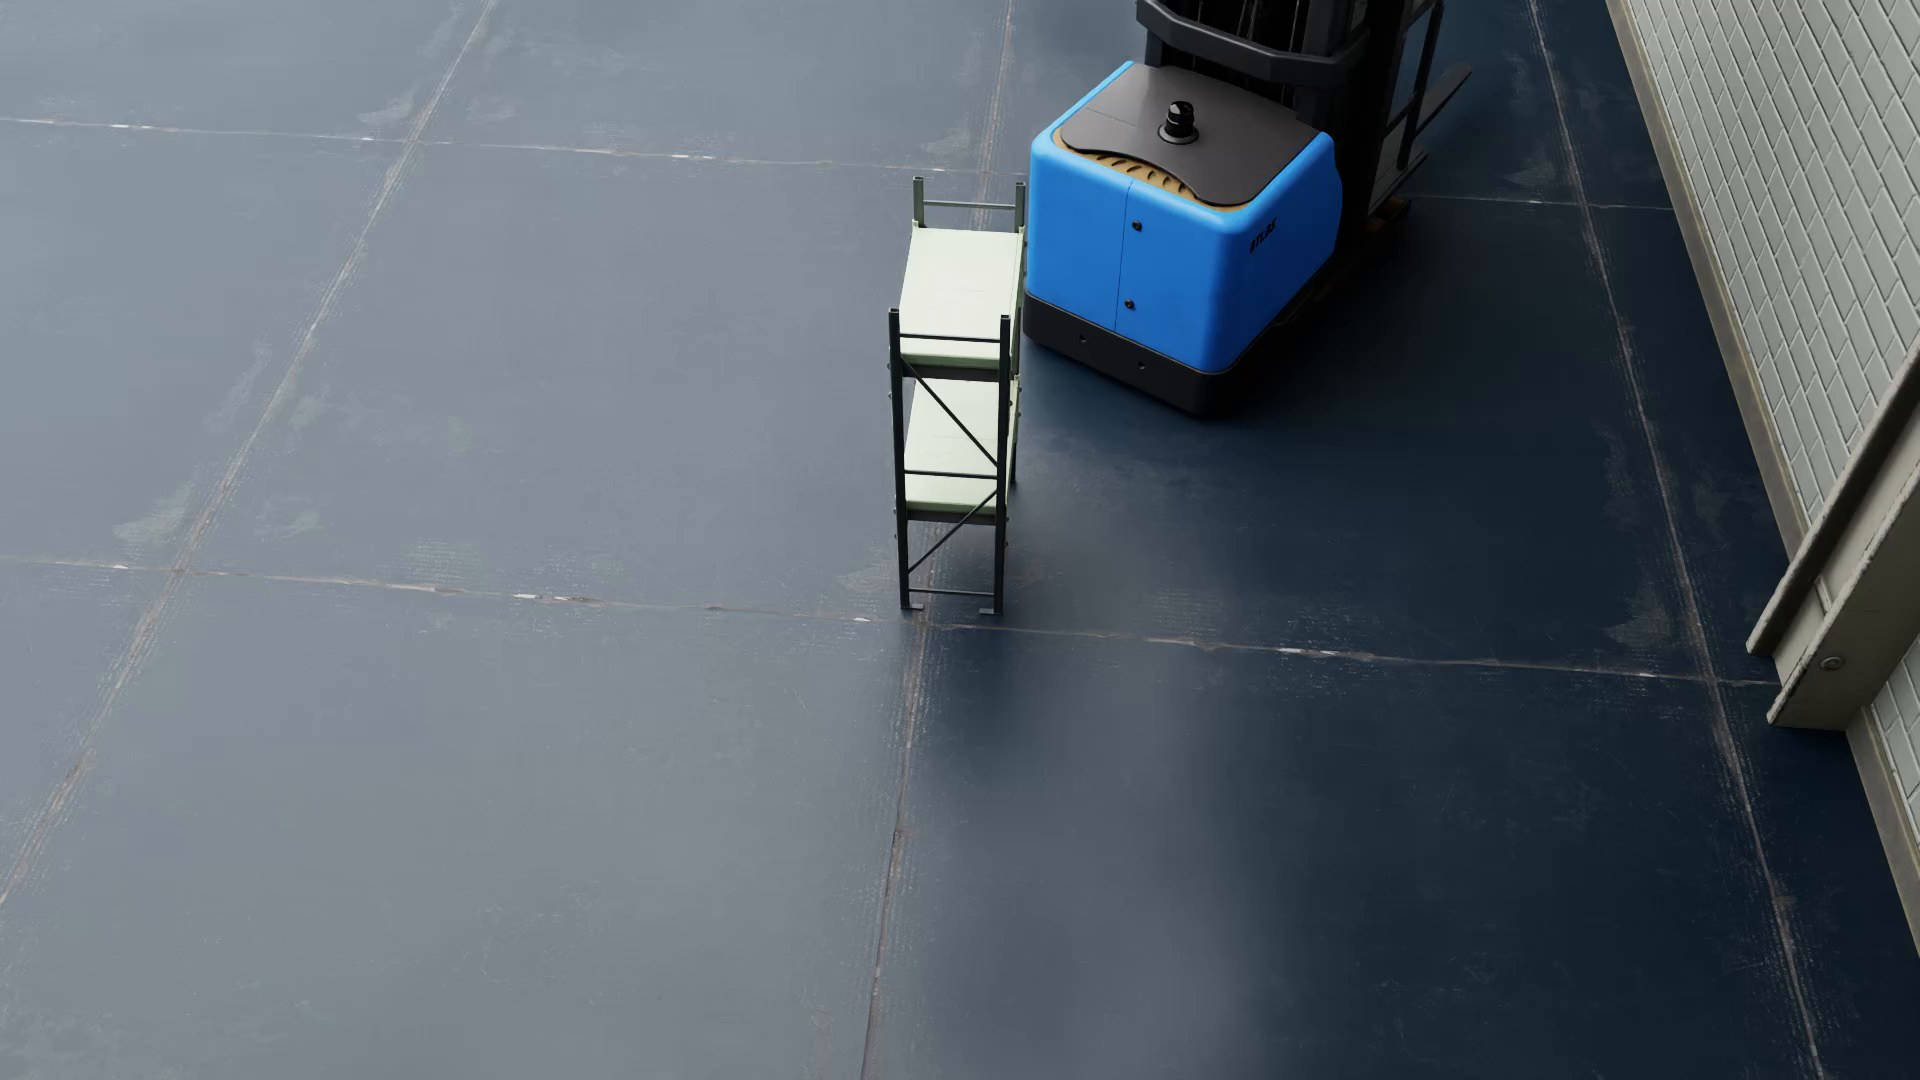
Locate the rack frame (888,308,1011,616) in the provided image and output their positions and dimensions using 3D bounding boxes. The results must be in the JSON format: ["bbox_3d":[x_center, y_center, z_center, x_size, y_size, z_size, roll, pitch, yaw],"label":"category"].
[{"bbox_3d":[-0.034,-0.232,5.972,0.400,1.500,0.023,4,48,4],"label":"rack frame"}]

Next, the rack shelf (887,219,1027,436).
[{"bbox_3d":[-0.001,-0.765,5.930,0.431,0.370,0.720,4,48,4],"label":"rack shelf"}]

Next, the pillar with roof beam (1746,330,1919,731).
[{"bbox_3d":[-1.121,-2.777,3.217,9.100,9.000,0.400,4,48,4],"label":"pillar with roof beam"}]

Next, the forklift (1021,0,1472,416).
[{"bbox_3d":[1.545,-2.575,7.145,1.130,2.935,3.031,28,53,23],"label":"forklift"}]

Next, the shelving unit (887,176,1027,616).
[{"bbox_3d":[-0.001,-0.501,6.218,0.431,1.500,0.755,4,48,4],"label":"shelving unit"}]

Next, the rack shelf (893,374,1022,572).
[{"bbox_3d":[-0.001,-0.281,6.459,0.431,0.370,0.720,4,48,4],"label":"rack shelf"}]

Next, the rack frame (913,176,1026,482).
[{"bbox_3d":[0.033,-0.770,6.464,0.400,1.500,0.023,4,48,4],"label":"rack frame"}]
